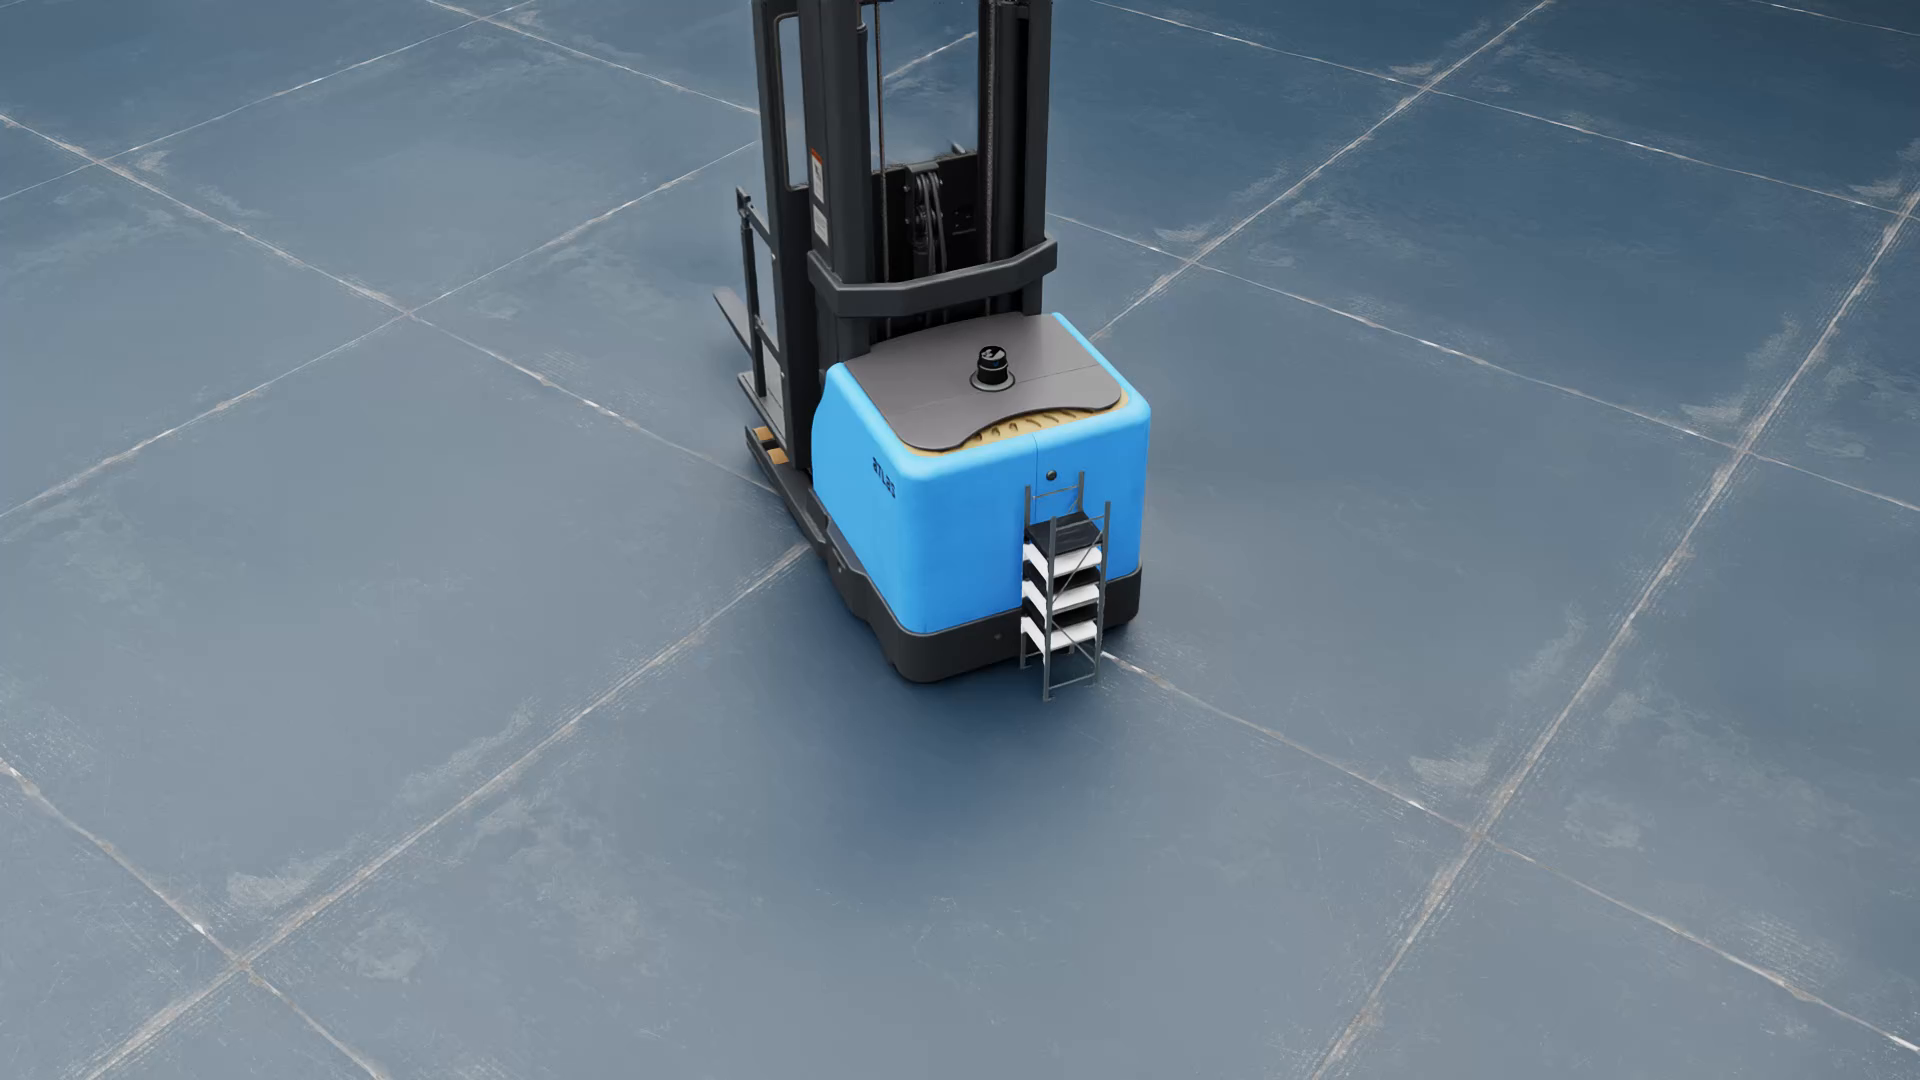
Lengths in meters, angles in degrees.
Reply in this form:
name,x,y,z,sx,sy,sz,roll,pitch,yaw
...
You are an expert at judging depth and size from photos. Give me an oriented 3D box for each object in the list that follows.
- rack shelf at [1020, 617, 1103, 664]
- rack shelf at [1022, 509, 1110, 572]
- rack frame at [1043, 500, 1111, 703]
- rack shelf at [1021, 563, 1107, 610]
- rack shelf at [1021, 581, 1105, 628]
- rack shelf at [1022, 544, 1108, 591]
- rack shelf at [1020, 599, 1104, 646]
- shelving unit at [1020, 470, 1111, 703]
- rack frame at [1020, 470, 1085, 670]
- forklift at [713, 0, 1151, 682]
name,x,y,z,sx,sy,sz,roll,pitch,yaw
rack shelf,0.390,0.355,6.413,0.258,0.077,0.200,-16,41,-19
rack shelf,0.390,0.000,6.136,0.258,0.077,0.200,-16,41,-19
rack frame,0.432,0.244,6.209,0.240,0.900,0.006,-16,41,-19
rack shelf,0.390,0.142,6.247,0.258,0.077,0.200,-16,41,-19
rack shelf,0.390,0.213,6.302,0.258,0.077,0.200,-16,41,-19
rack shelf,0.390,0.071,6.191,0.258,0.077,0.200,-16,41,-19
rack shelf,0.390,0.284,6.358,0.258,0.077,0.200,-16,41,-19
shelving unit,0.390,0.187,6.282,0.258,0.900,0.210,-16,41,-19
rack frame,0.348,0.130,6.355,0.240,0.900,0.006,-16,41,-19
forklift,-0.339,-1.508,6.799,1.130,2.935,3.031,-16,41,-19
